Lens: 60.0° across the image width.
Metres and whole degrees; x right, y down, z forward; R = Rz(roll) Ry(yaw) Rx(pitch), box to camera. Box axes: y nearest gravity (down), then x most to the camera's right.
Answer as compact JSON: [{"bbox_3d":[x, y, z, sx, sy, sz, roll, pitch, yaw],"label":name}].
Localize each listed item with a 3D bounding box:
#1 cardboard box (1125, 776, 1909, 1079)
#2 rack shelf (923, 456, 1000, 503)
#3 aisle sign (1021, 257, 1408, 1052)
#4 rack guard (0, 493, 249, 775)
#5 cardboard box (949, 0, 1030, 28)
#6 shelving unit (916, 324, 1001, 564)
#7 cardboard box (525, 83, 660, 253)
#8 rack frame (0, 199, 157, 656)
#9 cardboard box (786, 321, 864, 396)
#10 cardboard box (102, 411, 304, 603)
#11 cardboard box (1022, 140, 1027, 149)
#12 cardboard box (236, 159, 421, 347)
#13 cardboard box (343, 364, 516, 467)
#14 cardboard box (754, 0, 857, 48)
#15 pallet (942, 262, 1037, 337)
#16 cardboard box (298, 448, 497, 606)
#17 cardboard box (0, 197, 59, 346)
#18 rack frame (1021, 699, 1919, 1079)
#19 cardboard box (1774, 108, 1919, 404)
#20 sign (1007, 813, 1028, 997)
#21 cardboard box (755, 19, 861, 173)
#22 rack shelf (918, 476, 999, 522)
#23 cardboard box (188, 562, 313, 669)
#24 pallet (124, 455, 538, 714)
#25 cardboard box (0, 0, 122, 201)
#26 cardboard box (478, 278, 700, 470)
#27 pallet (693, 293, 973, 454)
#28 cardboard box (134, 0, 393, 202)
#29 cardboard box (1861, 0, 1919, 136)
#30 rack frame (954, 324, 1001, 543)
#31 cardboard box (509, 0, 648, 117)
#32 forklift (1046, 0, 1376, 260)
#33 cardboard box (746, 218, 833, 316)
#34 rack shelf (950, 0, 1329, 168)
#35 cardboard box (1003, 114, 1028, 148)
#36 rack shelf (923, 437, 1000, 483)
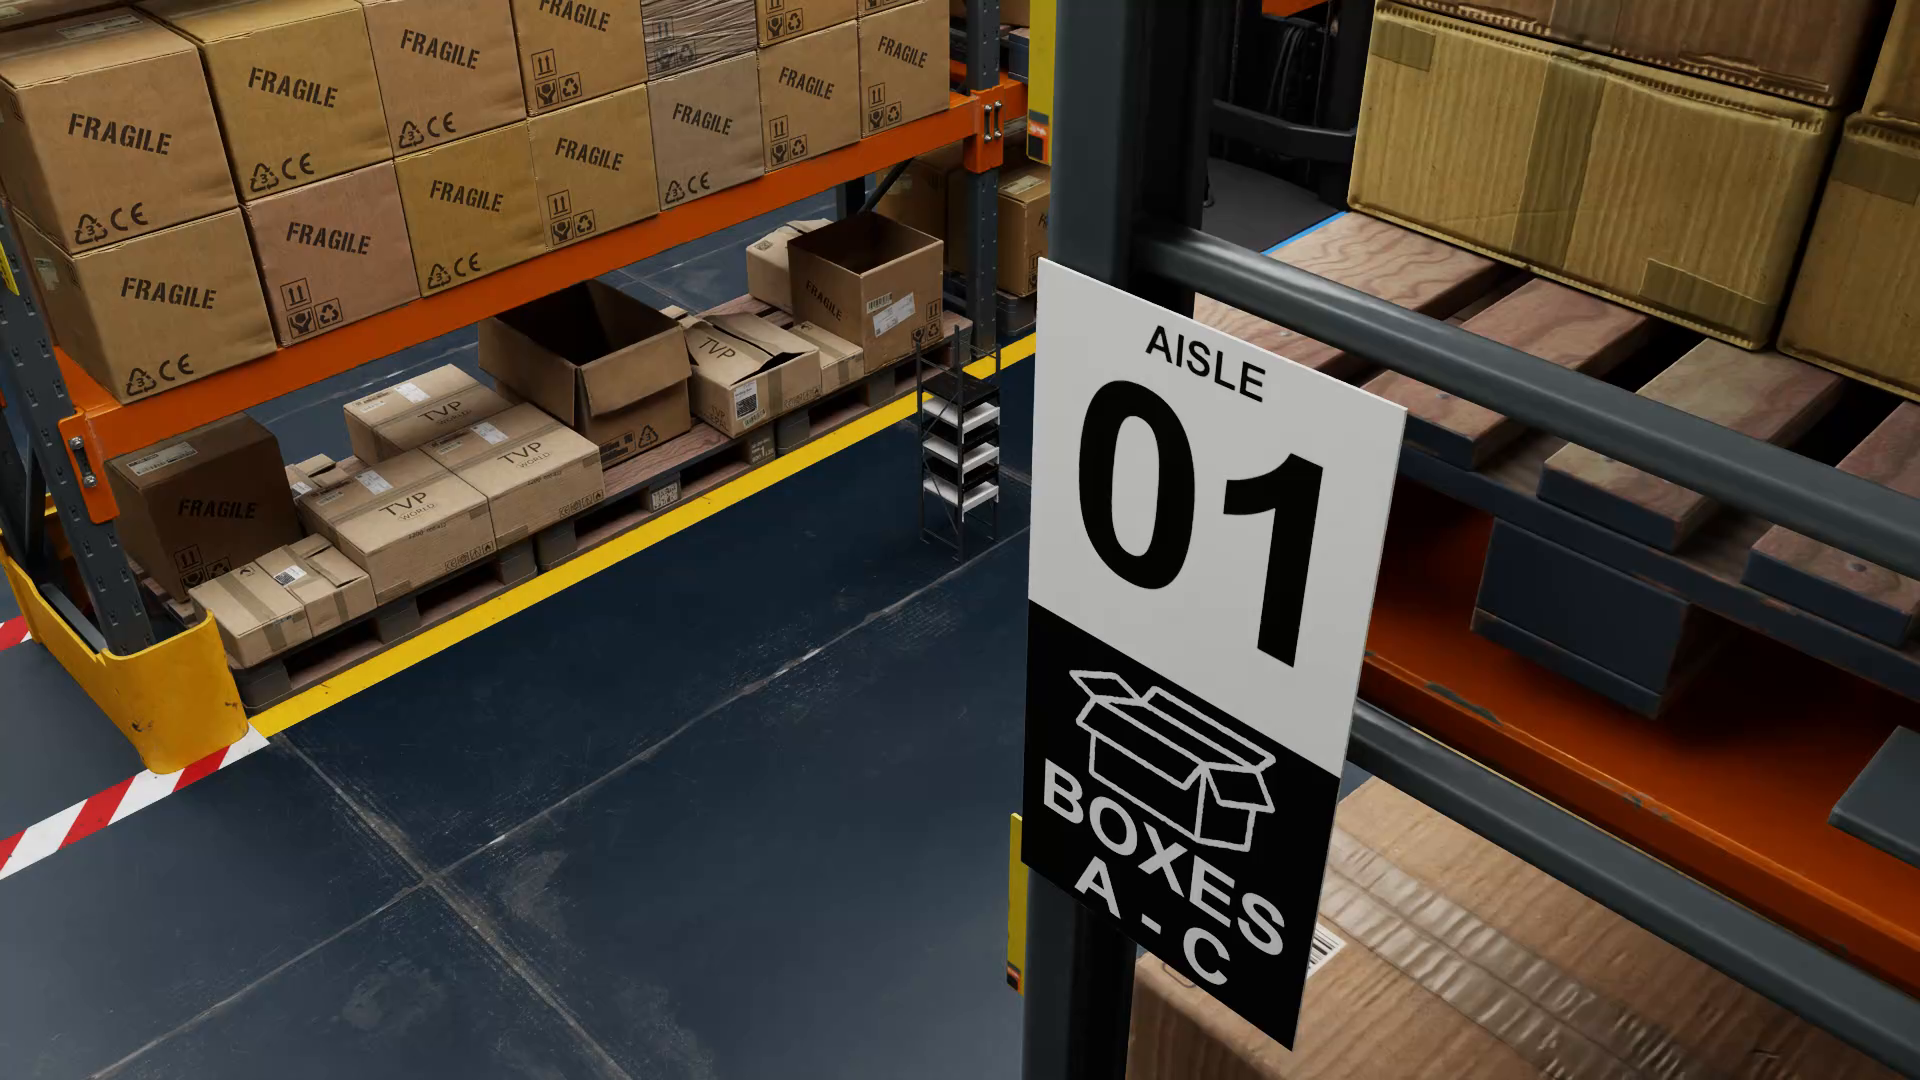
[{"bbox_3d":[0.829,0.964,2.483,0.700,0.700,0.980,-28,43,-34],"label":"cardboard box"},{"bbox_3d":[-0.006,-0.265,6.558,0.258,0.077,0.200,30,45,35],"label":"rack shelf"},{"bbox_3d":[0.214,0.140,1.654,0.394,0.787,0.004,30,45,35],"label":"aisle sign"},{"bbox_3d":[-2.987,0.298,5.886,1.175,0.500,0.348,30,45,35],"label":"rack guard"},{"bbox_3d":[0.270,-2.636,7.453,0.700,0.500,0.500,15,38,21],"label":"cardboard box"},{"bbox_3d":[-0.006,-0.366,6.488,0.258,0.900,0.210,30,45,35],"label":"shelving unit"},{"bbox_3d":[-1.472,-1.428,6.088,0.500,0.500,0.500,-29,44,-35],"label":"cardboard box"},{"bbox_3d":[-3.041,-0.697,5.127,1.000,3.000,0.127,30,45,35],"label":"rack frame"},{"bbox_3d":[-0.644,-0.809,7.396,0.380,0.149,0.250,30,45,35],"label":"cardboard box"},{"bbox_3d":[-2.832,-0.172,6.175,0.500,0.500,0.500,30,45,35],"label":"cardboard box"},{"bbox_3d":[0.659,-1.795,8.502,0.500,0.500,0.500,-29,44,-35],"label":"cardboard box"},{"bbox_3d":[-2.181,-1.023,5.507,0.500,0.500,0.500,29,44,35],"label":"cardboard box"},{"bbox_3d":[-2.142,-0.443,6.782,0.500,0.250,0.500,30,45,35],"label":"cardboard box"},{"bbox_3d":[-0.754,-2.253,6.397,0.500,0.500,0.500,29,44,35],"label":"cardboard box"},{"bbox_3d":[0.324,-1.522,8.748,1.003,0.211,1.213,30,45,35],"label":"pallet"},{"bbox_3d":[-2.104,-0.059,6.231,0.500,0.250,0.500,30,45,35],"label":"cardboard box"},{"bbox_3d":[-2.918,-1.029,5.516,0.500,0.500,0.500,-28,44,-34],"label":"cardboard box"},{"bbox_3d":[0.477,1.298,2.266,1.000,3.000,0.127,30,45,35],"label":"rack frame"},{"bbox_3d":[1.166,-0.281,1.585,0.500,0.250,0.500,-27,43,-33],"label":"cardboard box"},{"bbox_3d":[0.102,0.502,2.189,0.100,0.325,0.005,30,45,35],"label":"sign"},{"bbox_3d":[-0.755,-1.845,6.686,0.500,0.500,0.500,-29,44,-34],"label":"cardboard box"},{"bbox_3d":[-0.006,-0.191,6.610,0.258,0.077,0.200,30,45,35],"label":"rack shelf"},{"bbox_3d":[-2.502,0.261,5.861,0.380,0.149,0.250,30,45,35],"label":"cardboard box"},{"bbox_3d":[-2.426,0.092,6.433,1.003,0.211,1.213,30,45,35],"label":"pallet"},{"bbox_3d":[-2.922,-1.439,5.230,0.500,0.500,0.500,29,44,35],"label":"cardboard box"},{"bbox_3d":[-1.543,-0.712,6.947,0.797,0.503,0.637,30,45,35],"label":"cardboard box"},{"bbox_3d":[-0.707,-0.898,7.853,1.003,0.211,1.213,30,45,35],"label":"pallet"},{"bbox_3d":[-2.178,-1.437,5.227,0.500,0.500,0.500,-29,44,-35],"label":"cardboard box"},{"bbox_3d":[1.163,-0.590,1.373,0.500,0.500,0.500,28,43,34],"label":"cardboard box"},{"bbox_3d":[0.066,-0.407,6.547,0.240,0.900,0.006,30,45,35],"label":"rack frame"},{"bbox_3d":[-1.465,-1.845,5.811,0.500,0.500,0.500,29,44,35],"label":"cardboard box"},{"bbox_3d":[1.738,-2.141,7.258,1.130,2.935,3.031,29,44,35],"label":"forklift"},{"bbox_3d":[-0.672,-1.315,7.979,0.500,0.311,0.500,30,45,35],"label":"cardboard box"},{"bbox_3d":[1.187,-2.837,8.825,1.077,0.370,4.000,30,45,35],"label":"rack shelf"},{"bbox_3d":[0.276,-1.989,8.780,0.500,0.500,0.500,-30,45,-35],"label":"cardboard box"},{"bbox_3d":[-0.006,-0.338,6.507,0.258,0.077,0.200,30,45,35],"label":"rack shelf"}]
